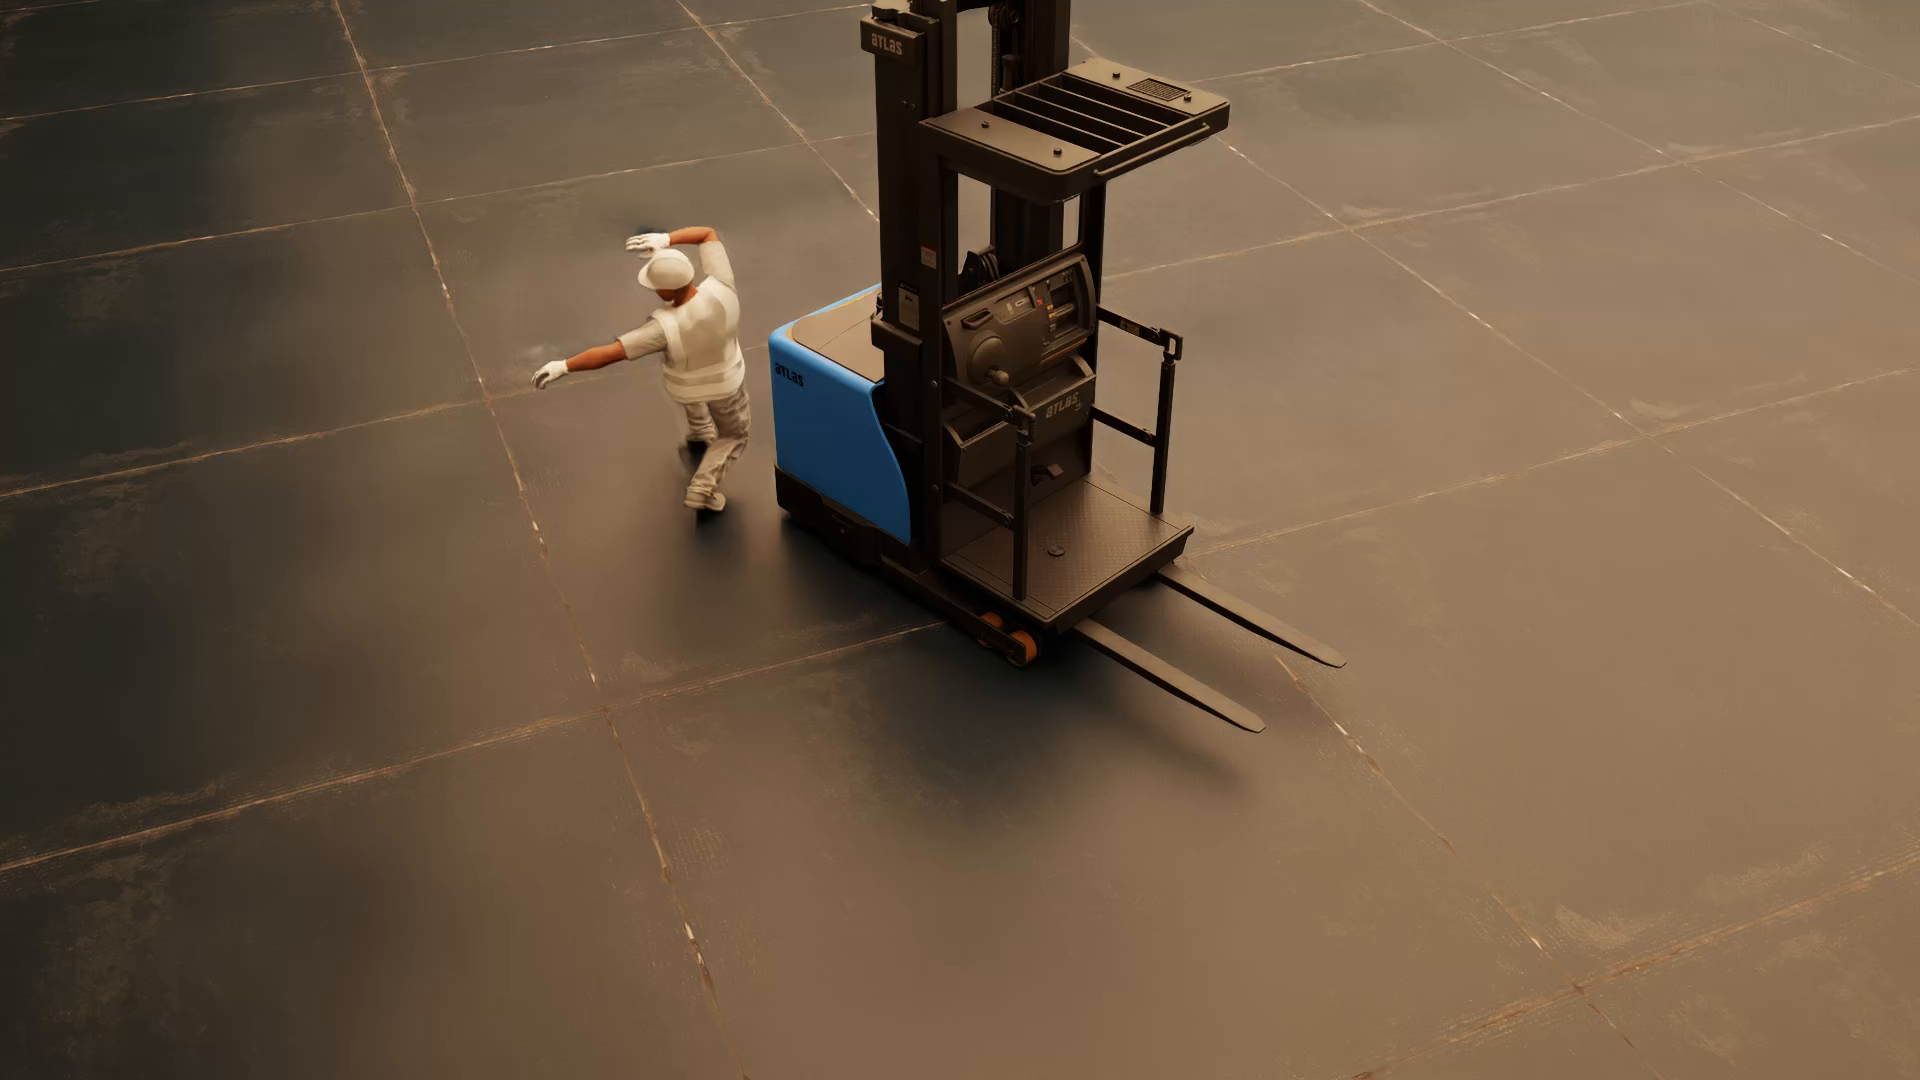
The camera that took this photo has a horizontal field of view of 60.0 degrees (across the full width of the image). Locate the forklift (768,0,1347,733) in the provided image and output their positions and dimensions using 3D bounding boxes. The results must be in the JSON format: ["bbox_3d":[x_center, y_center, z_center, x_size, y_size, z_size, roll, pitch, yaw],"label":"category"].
[{"bbox_3d":[0.432,-0.946,7.429,3.031,2.935,1.130,30,45,35],"label":"forklift"}]

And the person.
[{"bbox_3d":[-1.647,-0.903,8.629,1.058,1.482,0.928,-5,36,-8],"label":"person"}]
